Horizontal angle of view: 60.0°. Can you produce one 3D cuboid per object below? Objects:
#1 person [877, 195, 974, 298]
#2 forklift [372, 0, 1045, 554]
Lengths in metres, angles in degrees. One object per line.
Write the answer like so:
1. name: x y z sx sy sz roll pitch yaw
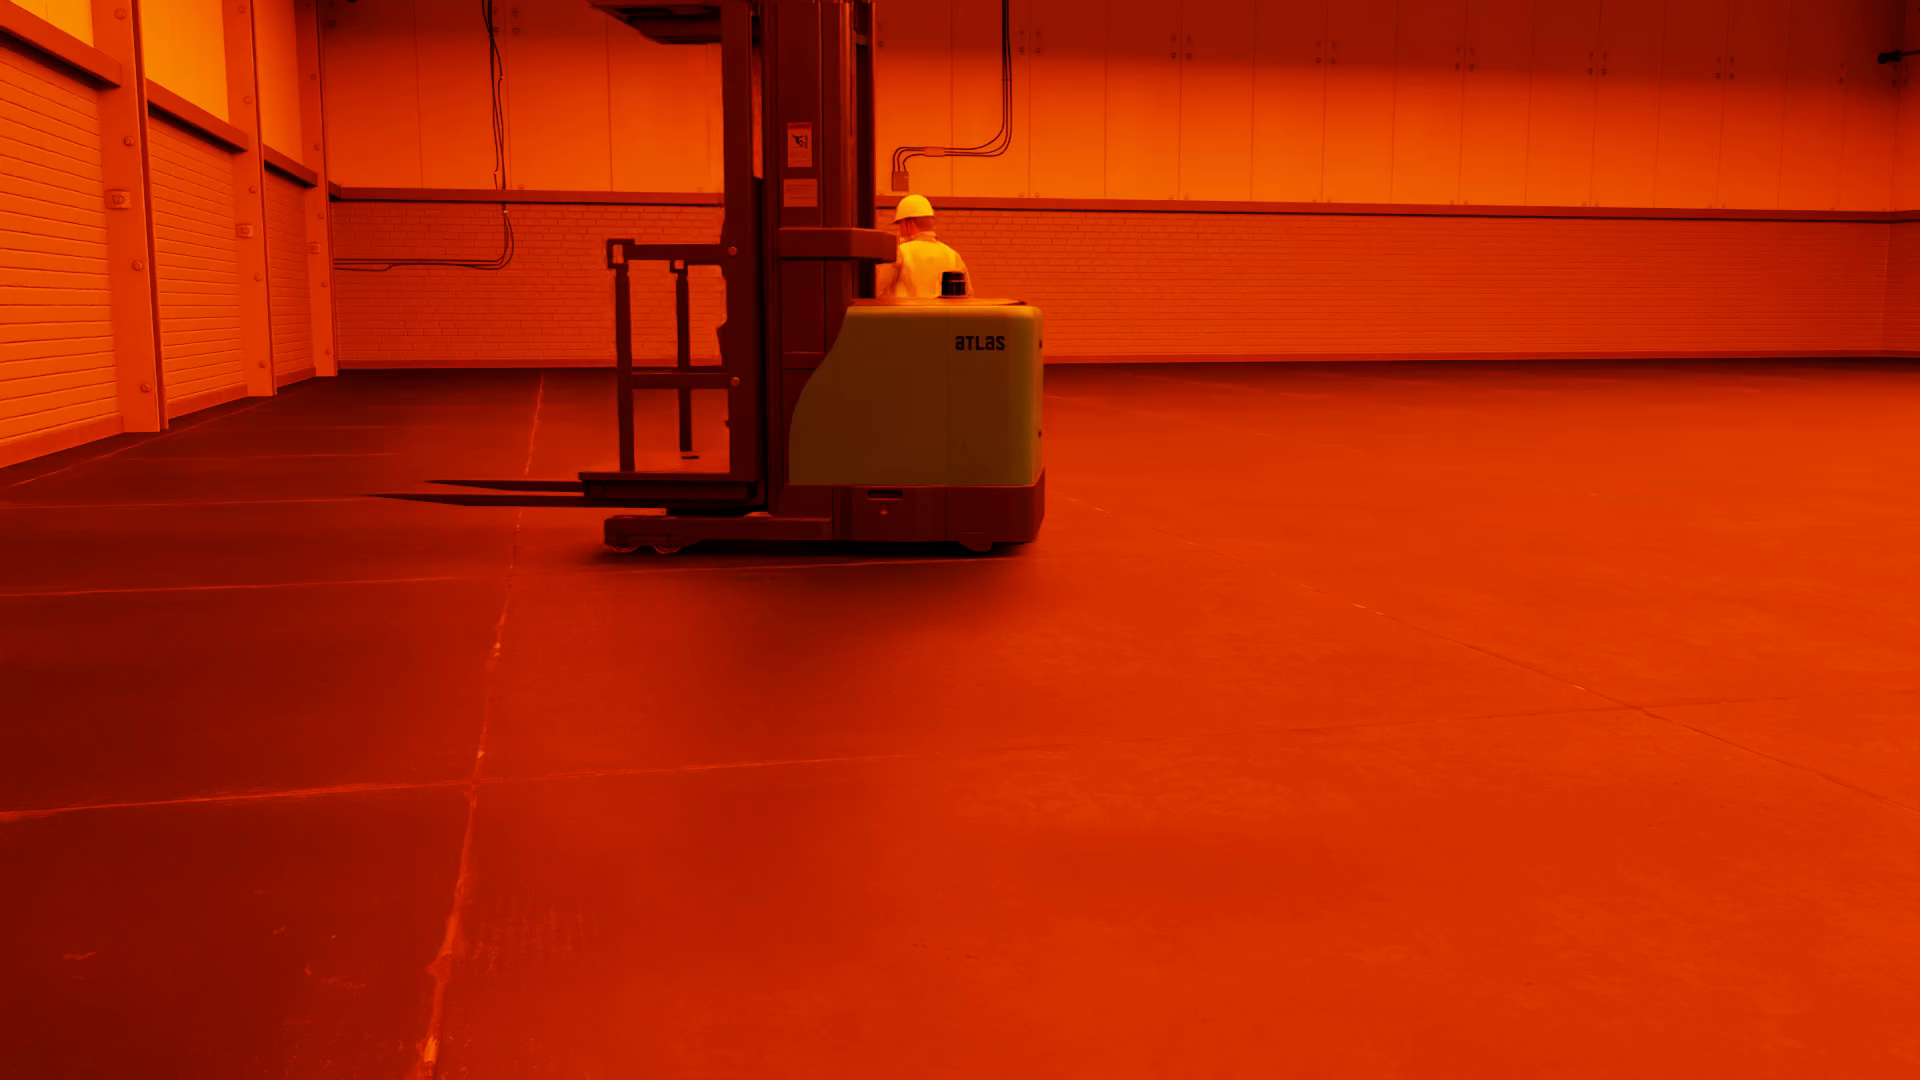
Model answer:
1. person: -0.305 -1.225 10.252 0.805 1.767 0.498 -3 8 -19
2. forklift: -1.141 -1.462 7.576 3.031 2.935 1.130 1 8 6
